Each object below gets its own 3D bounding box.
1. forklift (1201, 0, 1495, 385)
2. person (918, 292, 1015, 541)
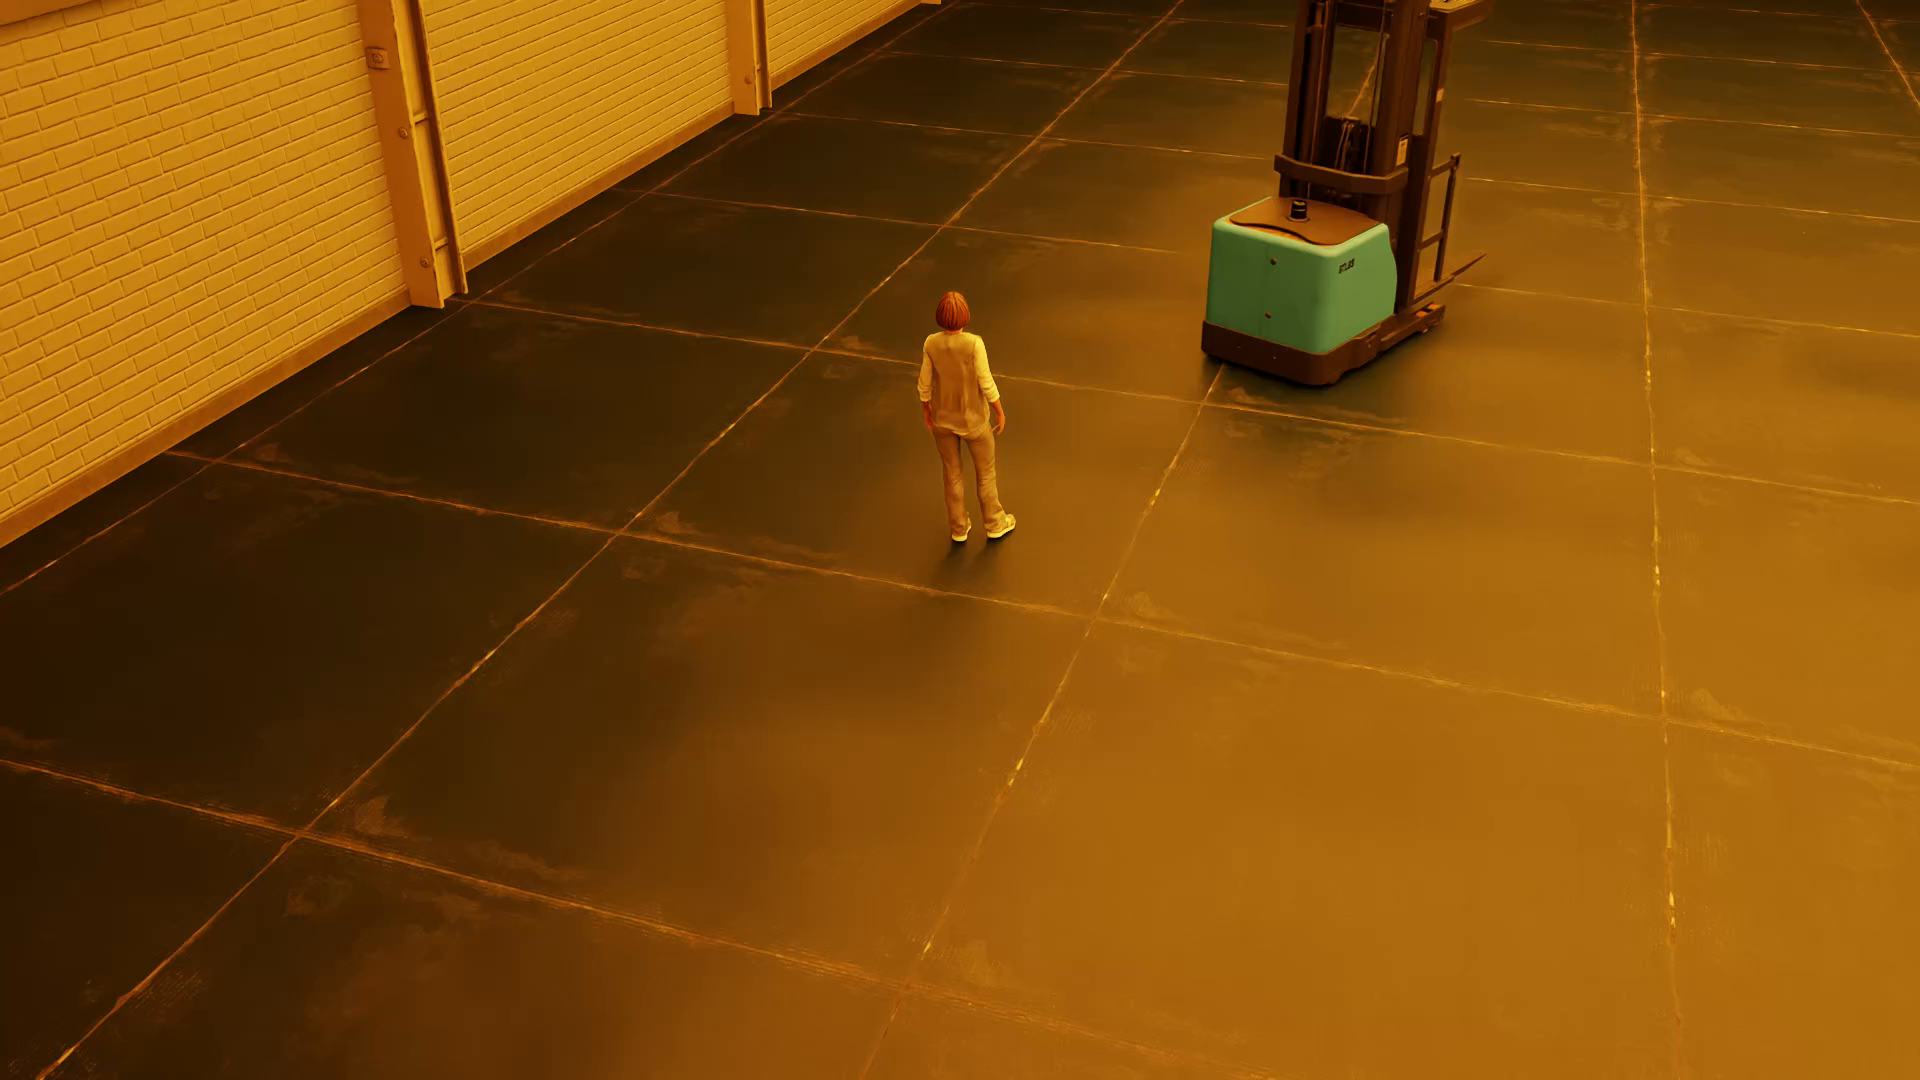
[{"bbox_3d":[3.151,-3.030,12.451,1.130,2.935,3.031,23,37,35],"label":"forklift"},{"bbox_3d":[0.037,-0.732,9.753,0.520,1.597,0.475,10,31,16],"label":"person"}]
